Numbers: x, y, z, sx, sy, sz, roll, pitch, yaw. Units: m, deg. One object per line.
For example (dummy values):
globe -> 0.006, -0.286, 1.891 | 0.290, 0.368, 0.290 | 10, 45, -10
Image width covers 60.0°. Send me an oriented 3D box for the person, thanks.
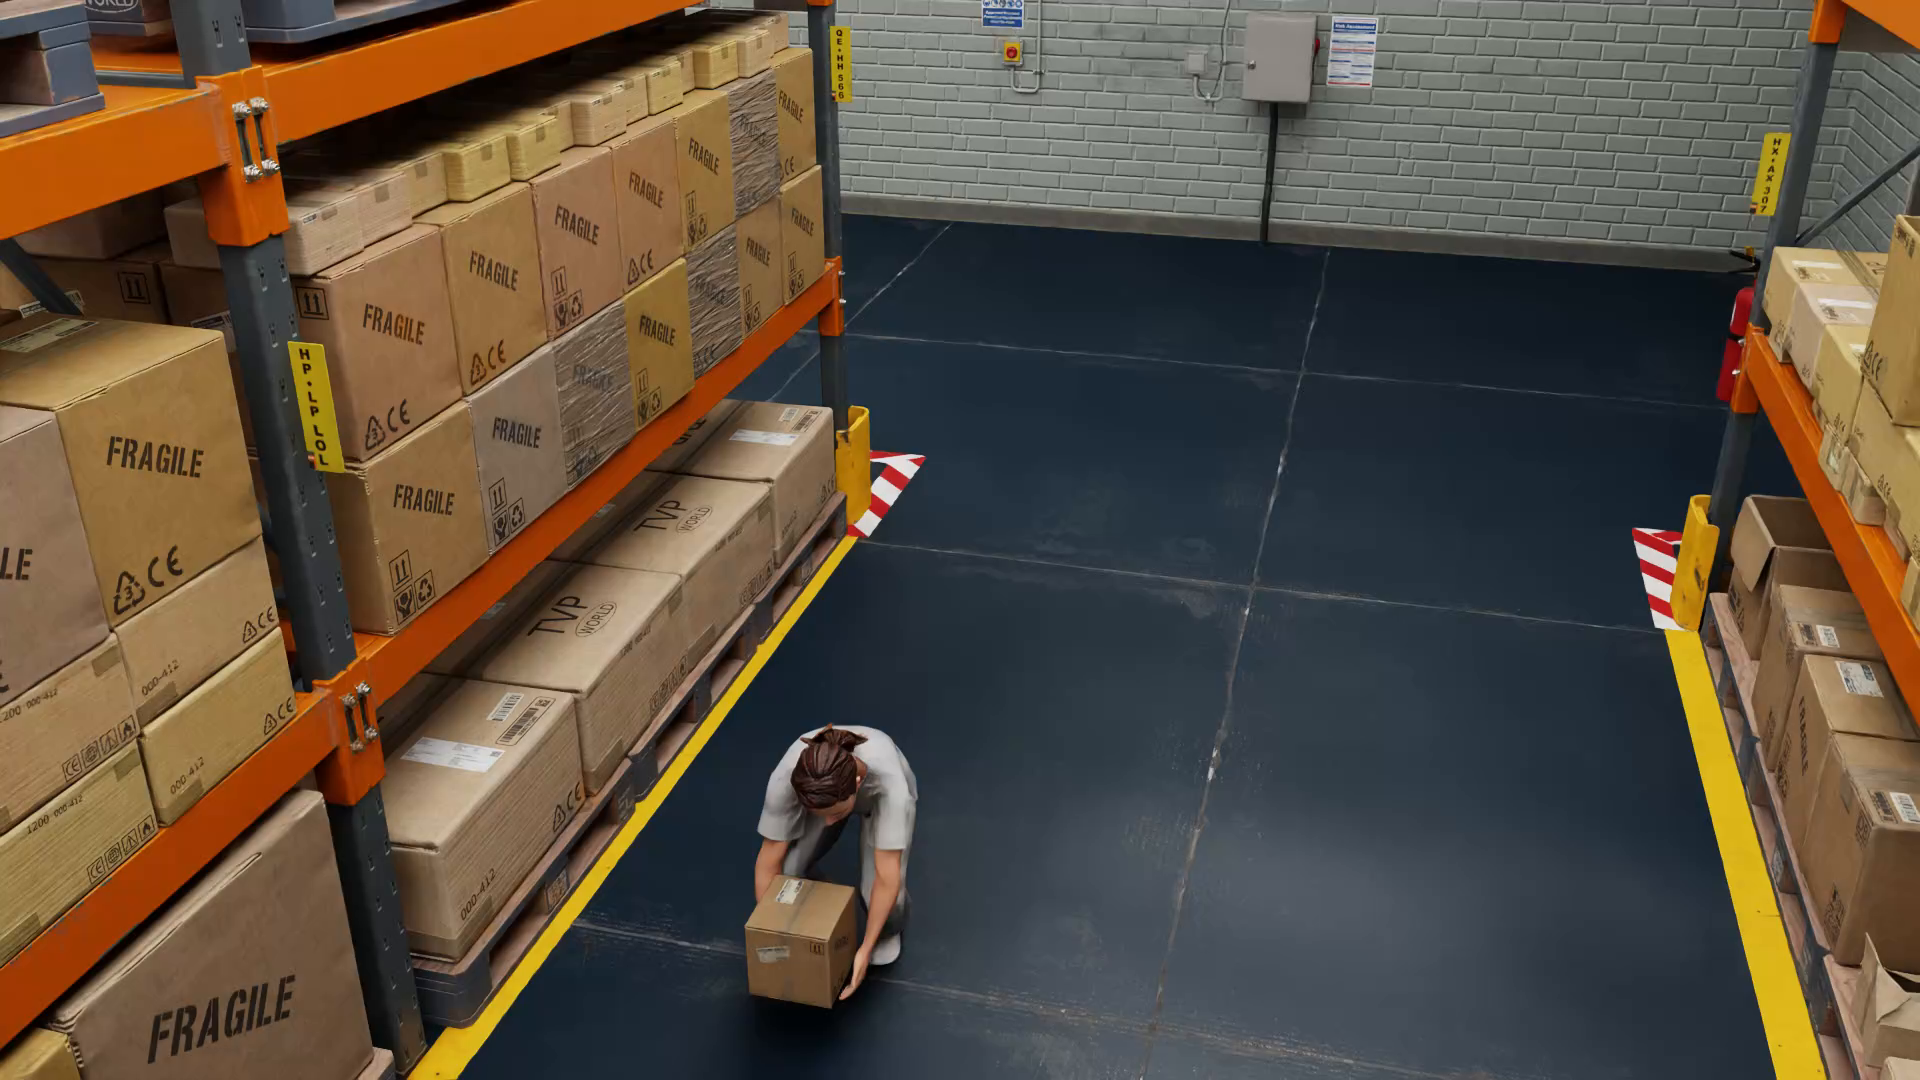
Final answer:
person -> -0.348, 0.896, 5.070 | 0.477, 0.955, 0.794 | 6, 26, 13
